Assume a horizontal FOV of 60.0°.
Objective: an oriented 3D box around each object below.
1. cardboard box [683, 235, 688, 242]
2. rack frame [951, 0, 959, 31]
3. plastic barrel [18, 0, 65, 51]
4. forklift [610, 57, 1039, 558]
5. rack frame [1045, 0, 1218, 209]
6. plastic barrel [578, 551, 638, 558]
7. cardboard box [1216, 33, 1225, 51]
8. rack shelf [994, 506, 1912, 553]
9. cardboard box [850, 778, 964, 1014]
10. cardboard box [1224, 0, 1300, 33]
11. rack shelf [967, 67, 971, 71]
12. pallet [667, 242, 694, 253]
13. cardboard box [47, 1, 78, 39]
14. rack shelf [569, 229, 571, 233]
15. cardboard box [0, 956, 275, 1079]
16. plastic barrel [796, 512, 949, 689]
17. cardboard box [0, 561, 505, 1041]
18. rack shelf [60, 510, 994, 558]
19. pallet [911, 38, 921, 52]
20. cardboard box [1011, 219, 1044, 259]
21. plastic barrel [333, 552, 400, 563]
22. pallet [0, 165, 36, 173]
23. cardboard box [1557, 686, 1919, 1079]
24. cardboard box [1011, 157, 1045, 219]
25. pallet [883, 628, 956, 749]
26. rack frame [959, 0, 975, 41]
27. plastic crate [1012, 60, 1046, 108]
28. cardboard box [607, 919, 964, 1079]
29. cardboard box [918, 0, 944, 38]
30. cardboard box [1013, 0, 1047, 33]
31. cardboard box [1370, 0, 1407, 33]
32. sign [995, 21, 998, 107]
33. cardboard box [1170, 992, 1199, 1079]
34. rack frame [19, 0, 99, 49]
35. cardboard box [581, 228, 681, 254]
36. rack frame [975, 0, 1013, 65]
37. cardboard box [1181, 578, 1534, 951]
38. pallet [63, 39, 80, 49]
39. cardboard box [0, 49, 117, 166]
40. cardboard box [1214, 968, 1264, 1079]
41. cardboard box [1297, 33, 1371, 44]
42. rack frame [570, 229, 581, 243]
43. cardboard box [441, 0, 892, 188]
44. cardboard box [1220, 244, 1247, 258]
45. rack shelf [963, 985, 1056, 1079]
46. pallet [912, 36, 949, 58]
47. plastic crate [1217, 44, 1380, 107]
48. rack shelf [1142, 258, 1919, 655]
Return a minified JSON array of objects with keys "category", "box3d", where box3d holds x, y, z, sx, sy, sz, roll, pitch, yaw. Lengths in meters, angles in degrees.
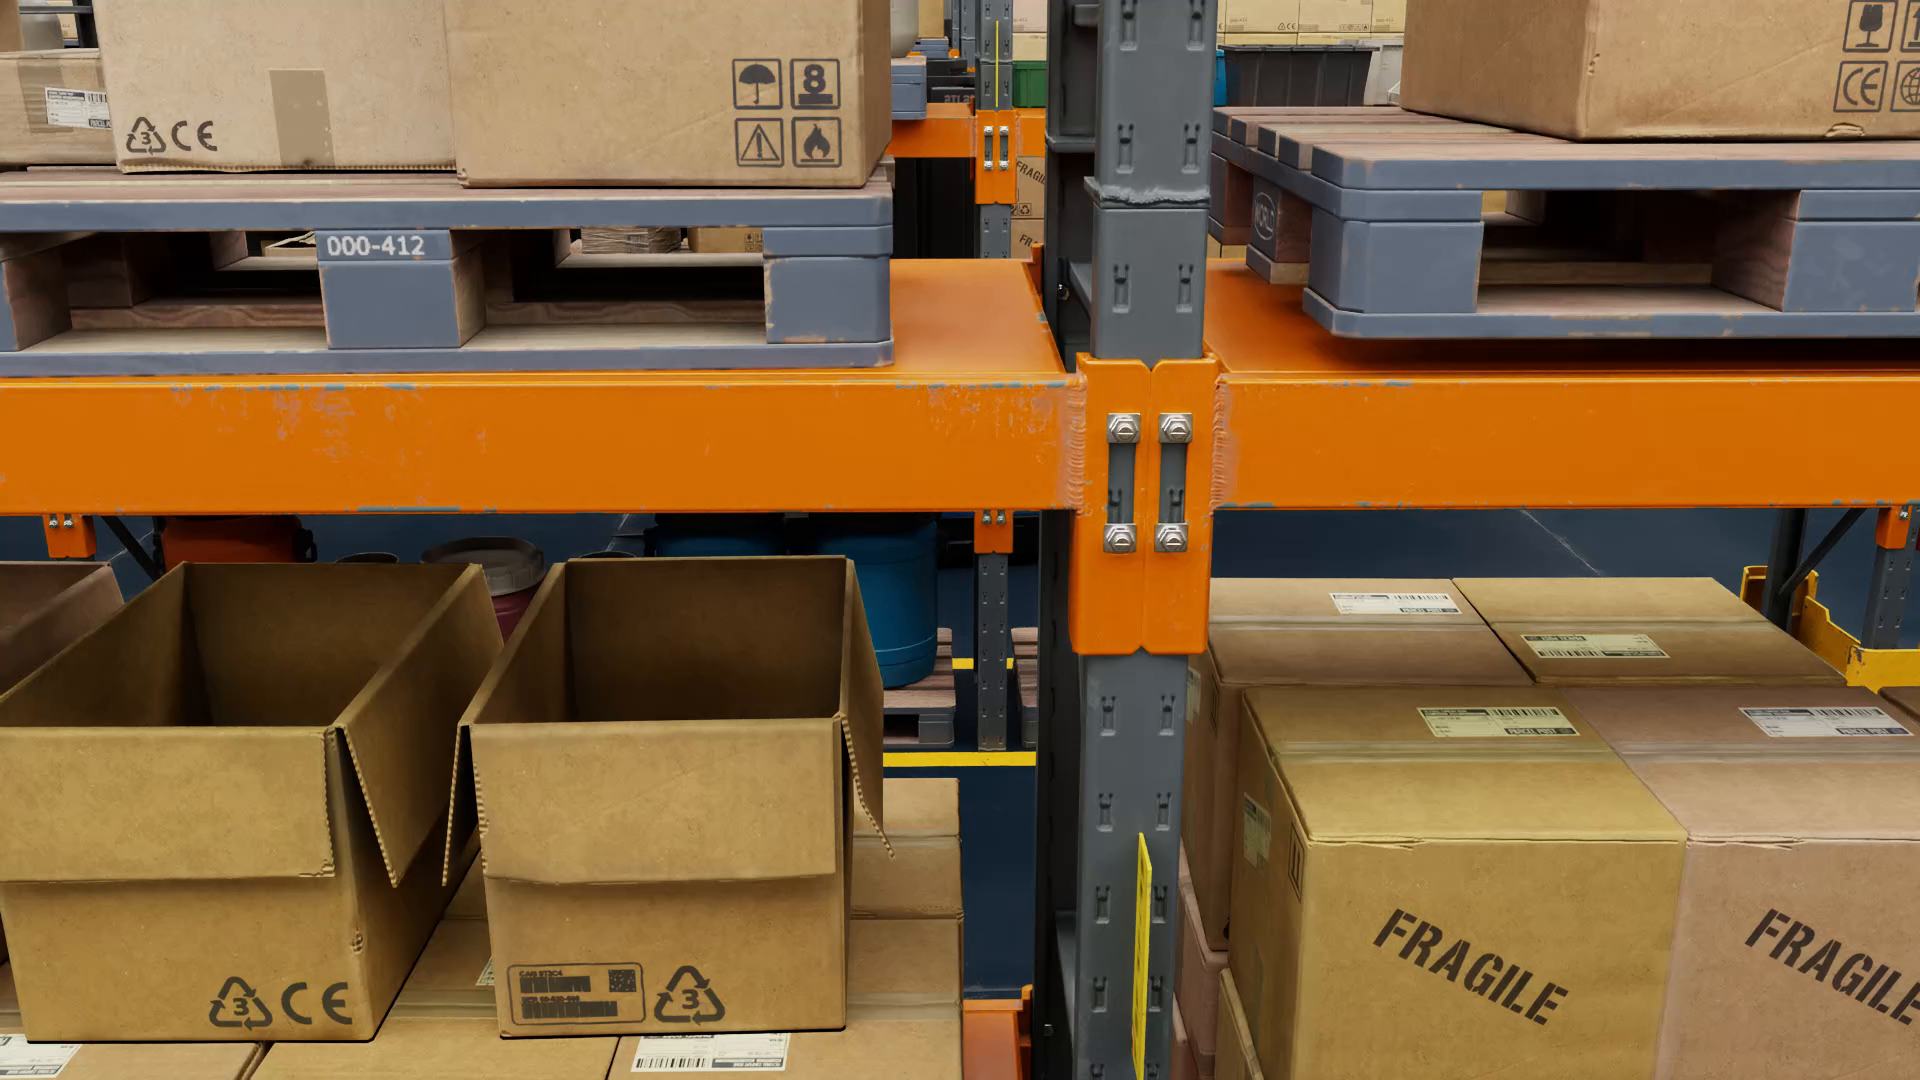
[{"category":"cardboard box","box3d":[-2.404,-2.766,17.090,0.750,0.750,0.750,0,18,-1]},{"category":"rack frame","box3d":[-0.018,-6.500,16.077,0.127,3.000,1.000,0,18,-1]},{"category":"plastic barrel","box3d":[-4.176,-2.171,7.312,0.421,0.512,0.421,0,18,0]},{"category":"forklift","box3d":[-0.624,-1.371,10.022,3.031,2.935,1.130,-2,18,-7]},{"category":"rack frame","box3d":[0.217,-1.961,1.929,0.127,3.000,1.000,0,18,-1]},{"category":"plastic barrel","box3d":[-1.680,0.344,7.950,0.421,0.512,0.421,0,18,0]},{"category":"cardboard box","box3d":[1.554,-3.417,11.623,0.500,0.250,0.500,0,18,-1]},{"category":"rack shelf","box3d":[2.138,-0.284,7.701,4.000,0.370,1.077,0,18,-1]},{"category":"cardboard box","box3d":[-0.247,0.774,3.061,0.500,0.500,0.500,0,18,-1]},{"category":"cardboard box","box3d":[2.054,-3.656,11.549,0.500,0.250,0.500,0,18,-1]},{"category":"rack shelf","box3d":[-1.936,-3.206,11.898,4.000,0.370,1.077,0,18,-1]},{"category":"pallet","box3d":[-1.991,-2.030,12.279,1.213,0.211,1.003,0,18,-1]},{"category":"cardboard box","box3d":[-6.022,-3.639,11.627,0.500,0.250,0.500,-2,18,-6]},{"category":"rack shelf","box3d":[-6.017,-3.271,17.013,4.000,0.370,1.077,0,18,-1]},{"category":"cardboard box","box3d":[-1.264,0.939,2.547,0.500,0.500,0.500,0,18,-2]},{"category":"plastic barrel","box3d":[-0.406,0.180,7.825,0.708,0.901,0.600,0,18,-1]},{"category":"cardboard box","box3d":[-1.108,0.376,2.660,0.637,0.503,0.797,0,18,0]},{"category":"rack shelf","box3d":[-1.861,-0.265,7.640,4.000,0.370,1.077,0,18,-1]},{"category":"pallet","box3d":[-0.934,-4.961,16.503,1.217,0.209,0.805,-1,18,-3]},{"category":"cardboard box","box3d":[0.578,-2.097,12.010,0.500,0.500,0.500,0,18,1]},{"category":"plastic barrel","box3d":[-2.809,0.349,7.933,0.421,0.512,0.421,0,18,0]},{"category":"pallet","box3d":[-2.022,-0.449,2.435,1.213,0.211,1.003,1,18,2]},{"category":"cardboard box","box3d":[1.192,0.544,2.472,0.500,0.500,0.500,0,18,-1]},{"category":"cardboard box","box3d":[0.540,-2.570,11.848,0.500,0.500,0.500,0,18,1]},{"category":"pallet","box3d":[-0.633,0.702,8.015,1.213,0.211,1.003,0,18,-1]},{"category":"rack frame","box3d":[0.064,-4.987,11.360,0.127,3.000,1.000,0,18,-1]},{"category":"plastic crate","box3d":[0.558,-2.039,7.429,0.662,0.188,0.450,0,18,-1]},{"category":"cardboard box","box3d":[-0.246,0.934,2.563,0.500,0.500,0.500,0,18,-1]},{"category":"cardboard box","box3d":[-0.441,-3.874,11.786,0.600,0.600,0.600,-2,18,-6]},{"category":"cardboard box","box3d":[0.554,-3.651,11.536,0.500,0.250,0.500,0,18,-1]},{"category":"cardboard box","box3d":[3.054,-3.661,11.567,0.500,0.250,0.500,0,18,-1]},{"category":"sign","box3d":[0.145,-1.882,6.577,0.005,0.325,0.100,0,18,-1]},{"category":"cardboard box","box3d":[0.517,0.914,3.200,0.250,0.149,0.380,0,18,-1]},{"category":"rack frame","box3d":[-3.861,-3.454,6.584,0.127,3.000,1.000,0,18,-1]},{"category":"cardboard box","box3d":[-2.390,-2.342,12.086,0.500,0.500,0.700,3,18,10]},{"category":"rack frame","box3d":[0.139,-3.474,6.644,0.127,3.000,1.000,0,18,-1]},{"category":"cardboard box","box3d":[0.672,0.384,2.969,0.500,0.500,0.500,0,18,1]},{"category":"pallet","box3d":[-5.731,-3.412,11.672,1.213,0.211,1.003,1,18,2]},{"category":"cardboard box","box3d":[-1.274,-0.652,2.481,0.250,0.149,0.380,-1,18,-3]},{"category":"cardboard box","box3d":[0.691,0.903,2.580,0.500,0.250,0.500,-1,18,-2]},{"category":"cardboard box","box3d":[2.554,-3.418,11.626,0.500,0.250,0.500,0,18,-1]},{"category":"rack frame","box3d":[-4.017,-3.624,16.933,0.127,3.000,1.000,0,18,-1]},{"category":"cardboard box","box3d":[-0.363,-0.774,2.289,0.500,0.500,0.700,0,18,0]},{"category":"cardboard box","box3d":[2.099,-2.105,12.035,0.500,0.500,0.500,-1,18,-2]},{"category":"rack shelf","box3d":[-1.783,1.248,2.925,4.000,0.370,1.077,0,18,-1]},{"category":"pallet","box3d":[-0.589,-3.487,11.904,1.003,0.211,1.213,0,18,-1]},{"category":"plastic crate","box3d":[1.385,-1.905,6.880,0.590,0.269,0.497,0,18,-1]},{"category":"rack shelf","box3d":[2.217,-0.200,2.527,4.000,0.370,1.077,0,18,-1]}]
